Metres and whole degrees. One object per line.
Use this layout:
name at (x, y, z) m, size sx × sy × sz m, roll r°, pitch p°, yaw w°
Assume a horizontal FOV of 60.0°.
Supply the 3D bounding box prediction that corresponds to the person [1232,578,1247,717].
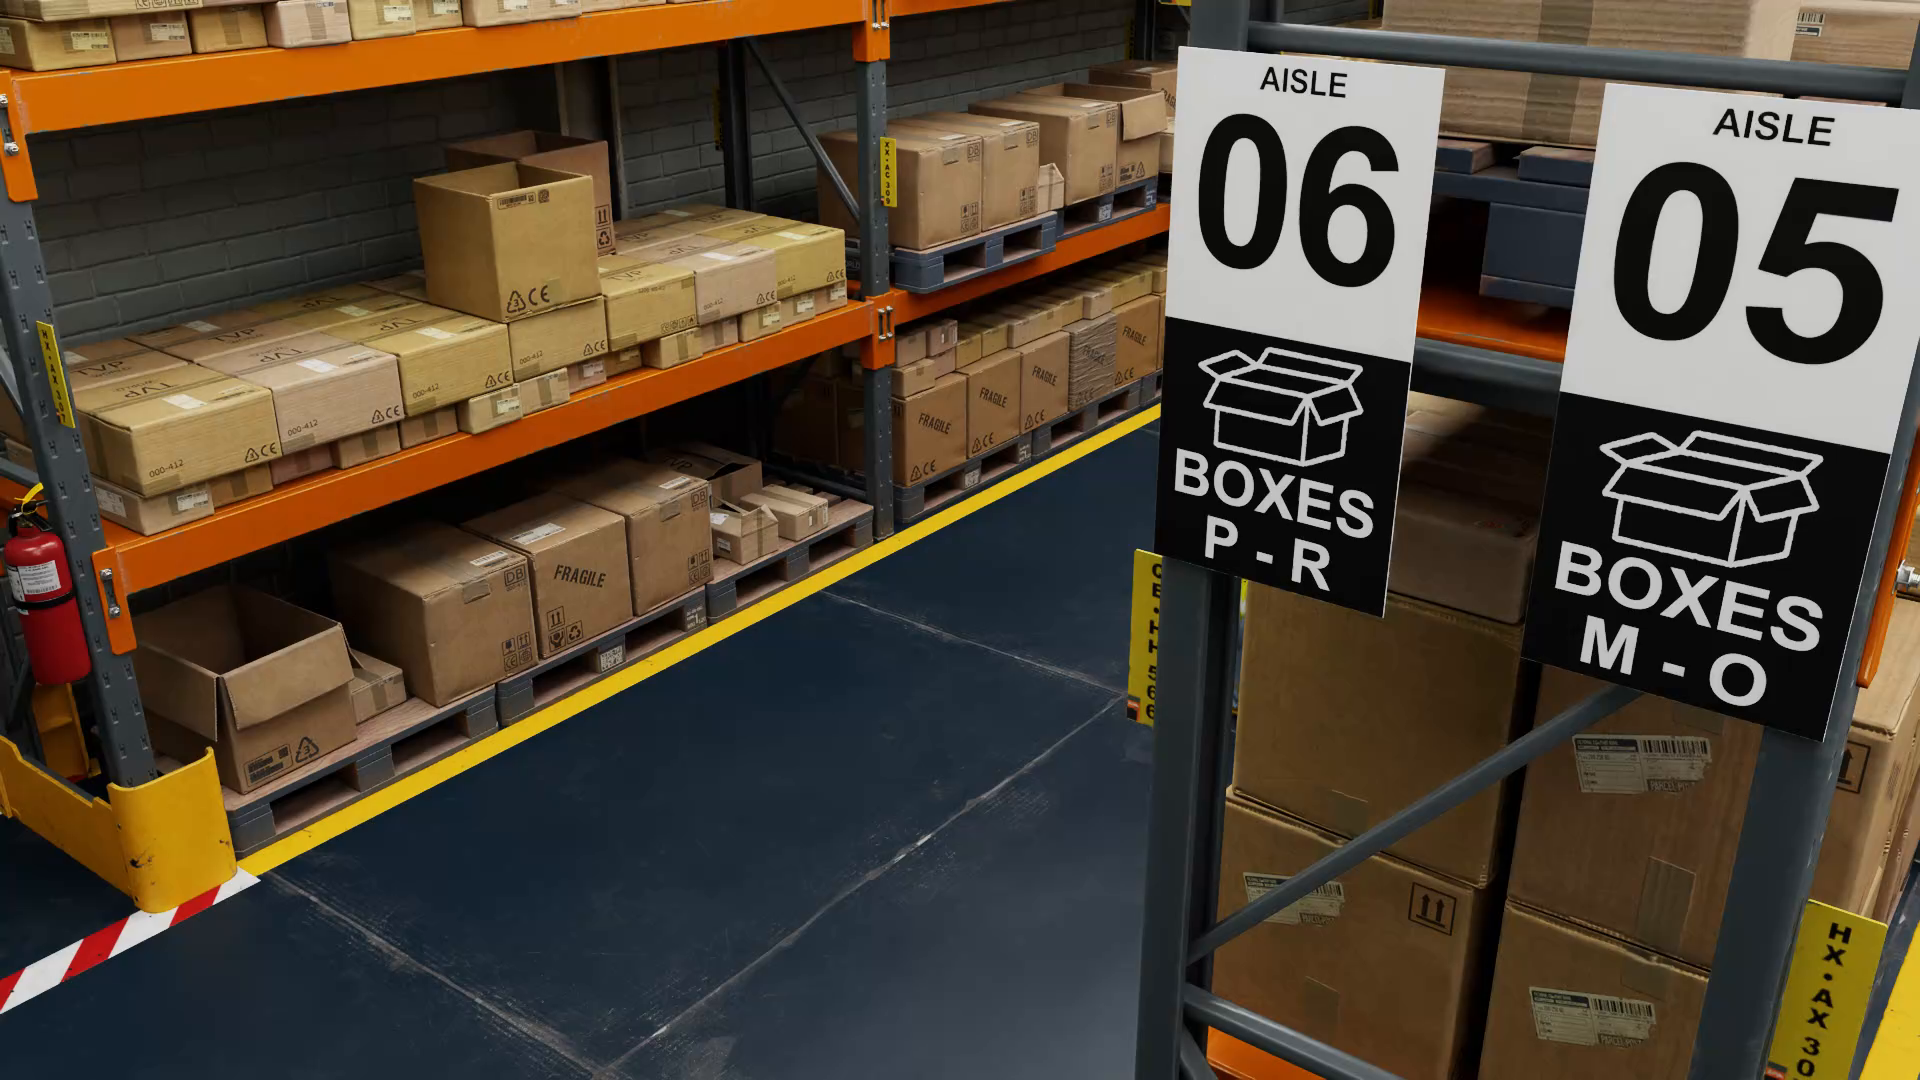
person at (1.439, 0.283, 6.894) m, size 0.885 × 0.997 × 0.588 m, roll 17°, pitch 28°, yaw 34°
